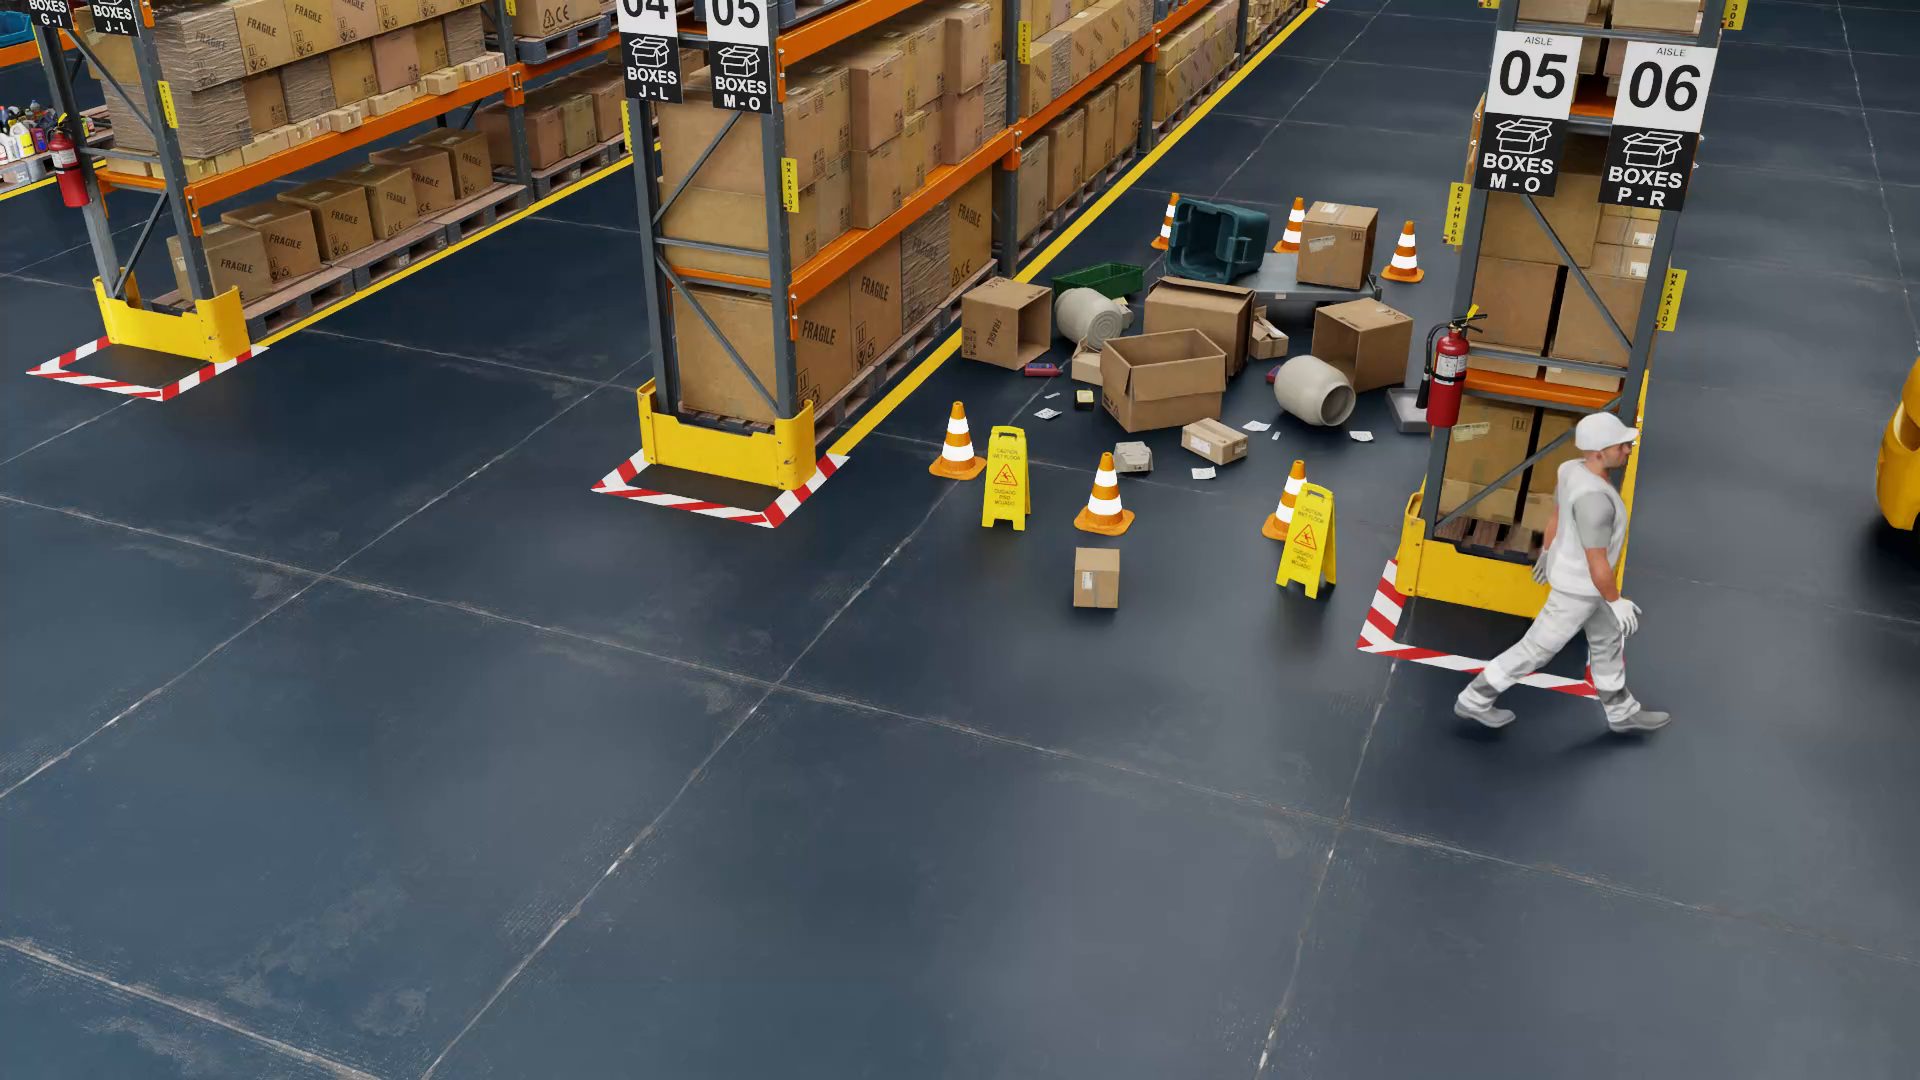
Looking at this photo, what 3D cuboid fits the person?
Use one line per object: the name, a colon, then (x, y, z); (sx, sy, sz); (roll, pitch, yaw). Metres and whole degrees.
person: (3.052, 0.197, 8.039); (1.063, 1.742, 0.597); (8, 30, 13)
